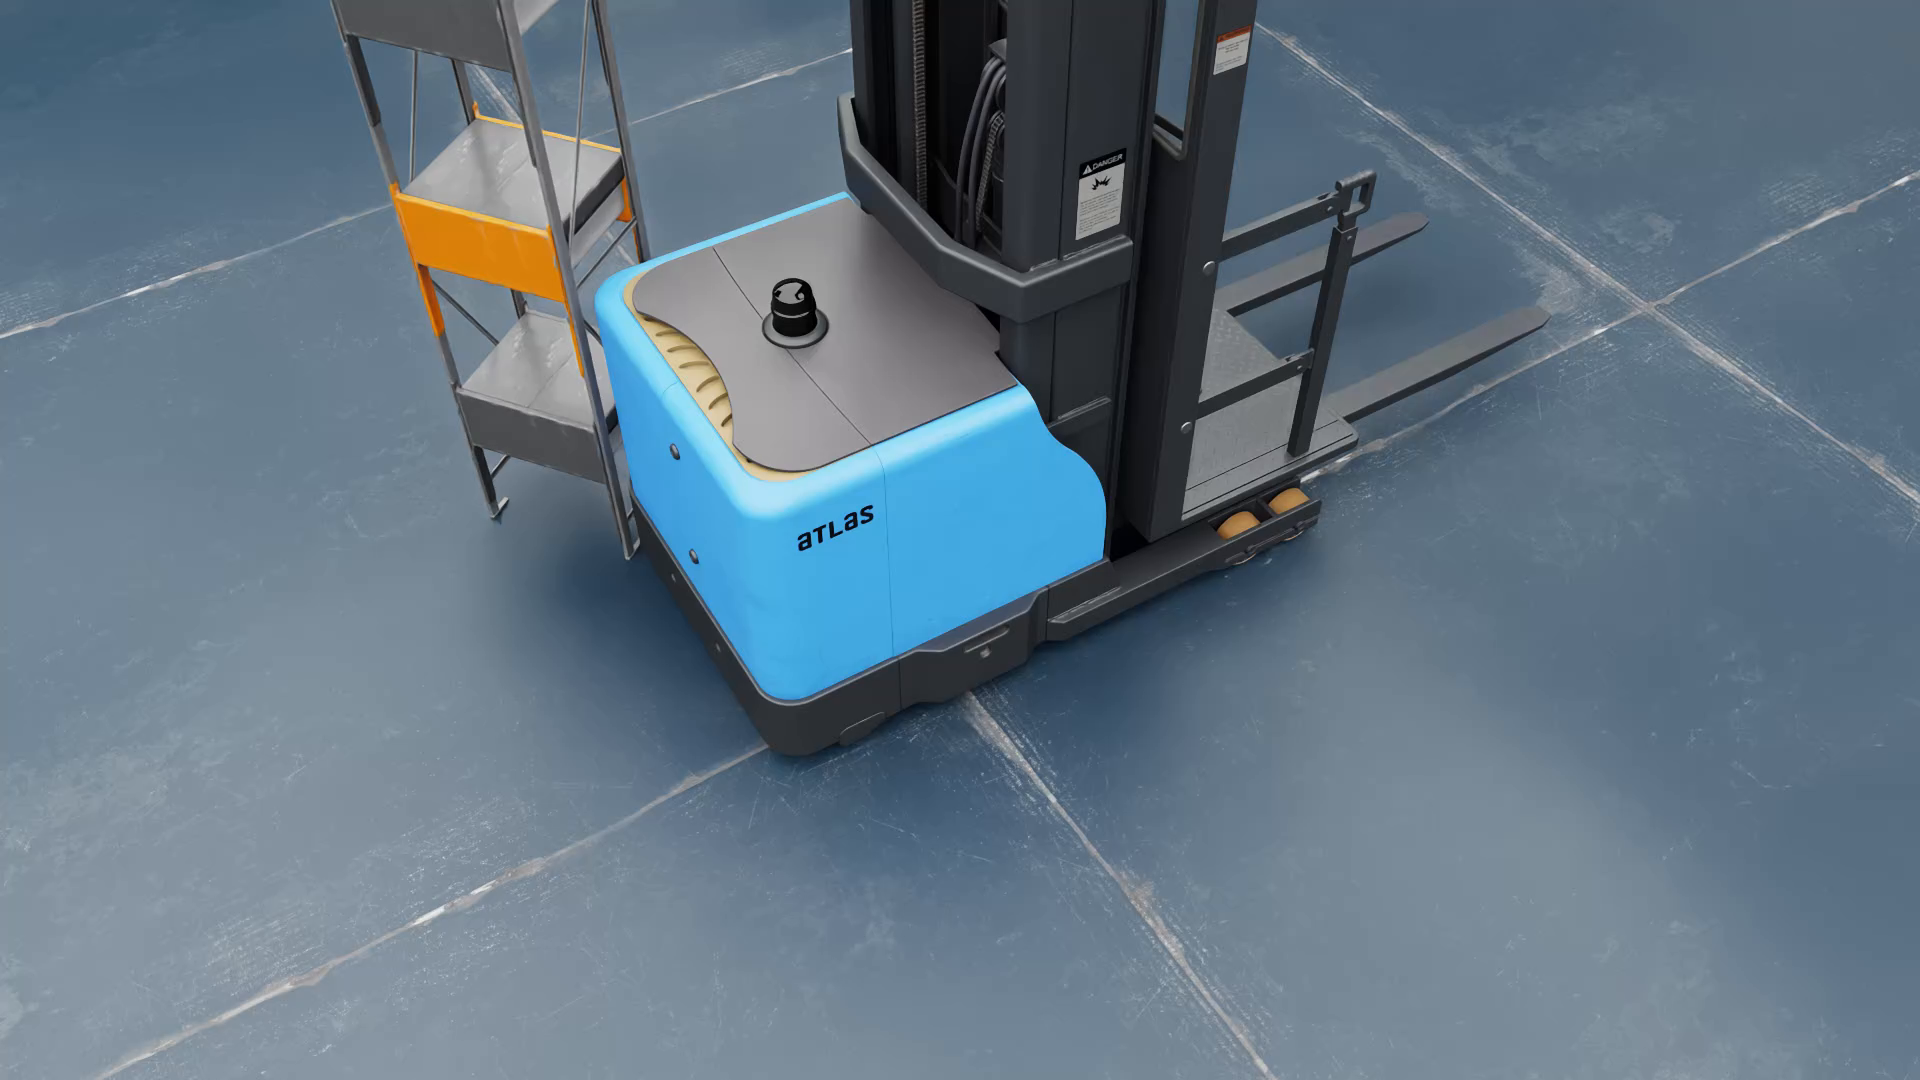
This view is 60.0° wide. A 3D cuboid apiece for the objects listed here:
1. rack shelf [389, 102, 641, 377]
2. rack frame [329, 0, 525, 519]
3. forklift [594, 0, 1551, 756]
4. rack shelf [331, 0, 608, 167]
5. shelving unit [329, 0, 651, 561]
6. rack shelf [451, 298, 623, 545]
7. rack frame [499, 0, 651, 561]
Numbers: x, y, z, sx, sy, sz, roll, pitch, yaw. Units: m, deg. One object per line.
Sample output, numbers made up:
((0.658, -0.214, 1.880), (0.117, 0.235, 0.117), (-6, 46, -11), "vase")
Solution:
((-1.193, -0.830, 4.601), (0.480, 0.518, 0.431), (16, 50, 14), "rack shelf")
((-1.420, -0.905, 4.650), (0.015, 2.100, 0.400), (16, 50, 14), "rack frame")
((0.535, -1.215, 4.370), (3.031, 2.935, 1.130), (-24, 53, -20), "forklift")
((-1.192, -1.296, 4.079), (0.480, 0.518, 0.431), (16, 50, 14), "rack shelf")
((-1.193, -0.839, 4.591), (0.503, 2.100, 0.431), (16, 50, 14), "shelving unit")
((-1.193, -0.365, 5.124), (0.480, 0.518, 0.431), (16, 50, 14), "rack shelf")
((-0.965, -0.773, 4.533), (0.015, 2.100, 0.400), (16, 50, 14), "rack frame")
